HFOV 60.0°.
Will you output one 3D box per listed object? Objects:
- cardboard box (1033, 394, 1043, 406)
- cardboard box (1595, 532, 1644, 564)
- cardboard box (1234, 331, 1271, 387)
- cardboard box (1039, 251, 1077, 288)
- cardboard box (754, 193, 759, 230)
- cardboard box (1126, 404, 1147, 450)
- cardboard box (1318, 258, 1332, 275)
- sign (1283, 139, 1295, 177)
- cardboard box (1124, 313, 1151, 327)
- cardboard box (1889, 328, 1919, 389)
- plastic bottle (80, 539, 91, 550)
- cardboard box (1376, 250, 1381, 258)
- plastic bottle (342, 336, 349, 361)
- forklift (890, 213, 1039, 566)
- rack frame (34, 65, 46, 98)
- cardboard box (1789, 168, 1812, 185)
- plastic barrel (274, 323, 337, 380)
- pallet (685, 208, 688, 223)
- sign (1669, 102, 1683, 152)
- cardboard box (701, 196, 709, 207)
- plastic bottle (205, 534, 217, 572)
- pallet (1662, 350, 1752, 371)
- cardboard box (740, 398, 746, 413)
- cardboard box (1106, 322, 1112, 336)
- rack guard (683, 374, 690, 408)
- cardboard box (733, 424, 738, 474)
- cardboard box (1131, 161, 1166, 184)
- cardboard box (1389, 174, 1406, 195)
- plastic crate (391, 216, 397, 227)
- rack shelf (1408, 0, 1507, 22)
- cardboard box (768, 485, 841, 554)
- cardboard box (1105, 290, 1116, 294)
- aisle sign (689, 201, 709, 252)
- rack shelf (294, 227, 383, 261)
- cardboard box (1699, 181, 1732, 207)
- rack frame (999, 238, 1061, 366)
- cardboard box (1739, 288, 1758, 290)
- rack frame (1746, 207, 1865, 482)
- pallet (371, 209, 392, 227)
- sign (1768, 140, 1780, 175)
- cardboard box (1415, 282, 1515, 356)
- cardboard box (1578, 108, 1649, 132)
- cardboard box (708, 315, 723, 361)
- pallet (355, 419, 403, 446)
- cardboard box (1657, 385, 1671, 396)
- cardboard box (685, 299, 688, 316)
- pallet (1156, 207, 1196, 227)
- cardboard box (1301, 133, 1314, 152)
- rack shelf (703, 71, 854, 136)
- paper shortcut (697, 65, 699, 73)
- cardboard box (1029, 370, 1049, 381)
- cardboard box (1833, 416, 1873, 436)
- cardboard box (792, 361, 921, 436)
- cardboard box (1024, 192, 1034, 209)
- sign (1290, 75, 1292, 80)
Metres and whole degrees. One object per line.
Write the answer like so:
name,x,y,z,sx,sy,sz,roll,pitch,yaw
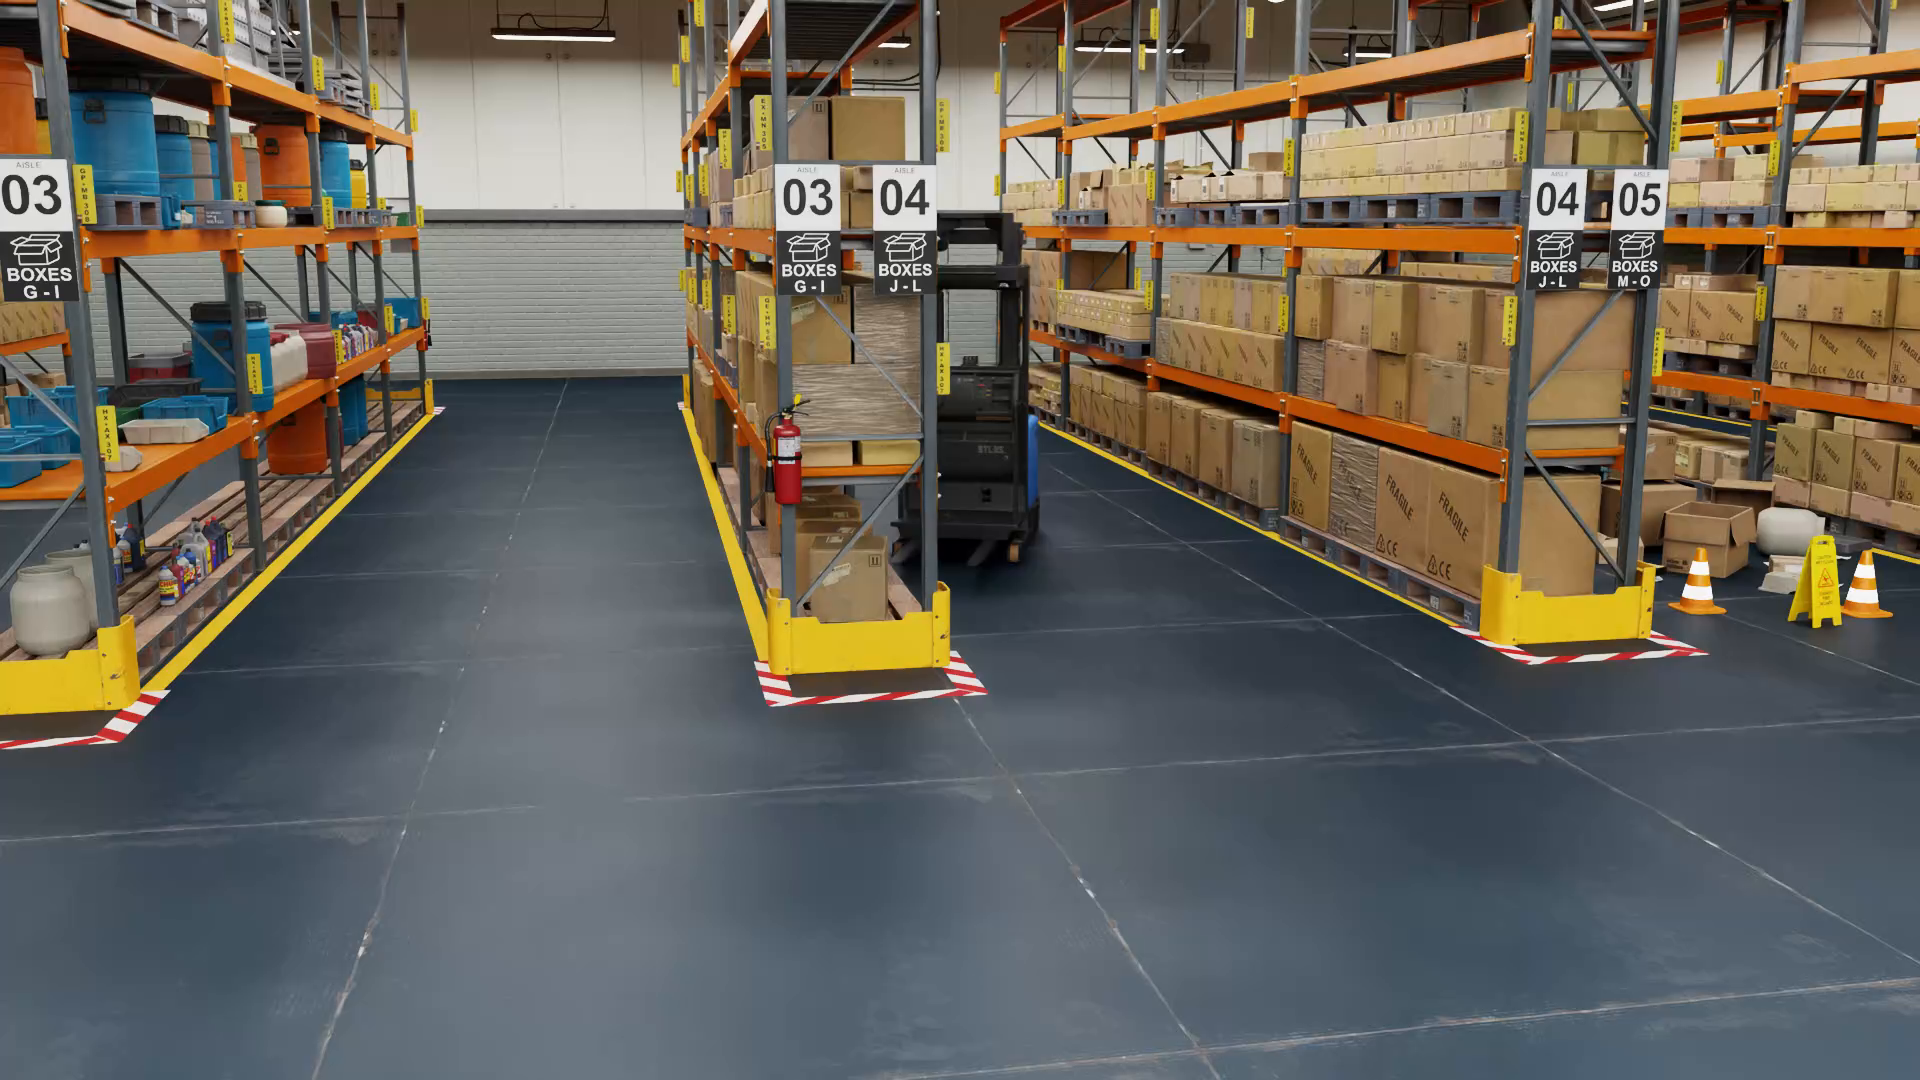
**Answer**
cardboard box,1.292,-2.062,24.510,0.380,0.149,0.250,-2,11,-11
cardboard box,5.601,0.052,14.215,0.396,0.266,0.258,0,11,-1
cardboard box,2.998,-1.768,16.193,0.500,0.500,0.500,-2,11,-12
cardboard box,1.442,-3.864,23.741,0.500,0.500,0.500,-2,11,-13
cardboard box,-1.181,-2.309,11.685,0.500,0.250,0.500,-2,11,-10
cardboard box,2.298,-1.363,19.897,0.500,0.500,0.500,-2,11,-11
cardboard box,5.991,-4.192,26.259,0.500,0.500,0.500,-2,11,-11
sign,2.930,-3.400,14.793,0.100,0.325,0.005,-2,11,-11
cardboard box,2.139,-2.576,19.464,0.380,0.149,0.250,-2,11,-10
cardboard box,8.431,-1.567,14.344,0.500,0.500,0.500,-2,11,-10
plastic bottle,-6.414,0.163,12.225,0.144,0.351,0.185,-2,11,-11
cardboard box,6.384,-4.208,24.605,0.380,0.149,0.250,-2,11,-11
plastic bottle,-7.008,-2.179,18.934,0.061,0.283,0.133,-2,11,-11
forklift,0.020,-1.311,14.244,1.130,2.935,3.031,2,11,9
rack frame,-13.477,-6.166,23.527,1.000,3.000,0.127,-2,11,-11
cardboard box,8.037,-3.411,15.610,0.380,0.149,0.250,-2,11,-12
plastic barrel,-6.674,-1.924,16.920,0.600,0.536,0.708,-2,11,-11
pallet,-3.604,-4.873,24.992,1.003,0.211,1.213,-2,11,-11
sign,4.784,-2.767,11.140,0.100,0.325,0.005,-2,11,-11
cardboard box,-3.192,-4.765,22.527,0.700,0.500,0.500,-3,11,-14
plastic bottle,-5.765,0.092,12.781,0.061,0.283,0.133,-1,11,-7
pallet,7.943,-2.016,18.280,1.003,0.211,1.213,-2,11,-11
cardboard box,-1.642,-1.158,13.929,0.380,0.149,0.250,-2,11,-11
cardboard box,1.993,-2.569,20.218,0.380,0.149,0.250,-2,11,-12
rack guard,-3.763,-2.355,26.234,1.175,0.500,0.348,-2,11,-11
cardboard box,-2.053,-0.978,17.819,0.700,0.500,0.500,-3,11,-14
cardboard box,2.234,-4.330,19.588,0.396,0.266,0.258,-2,11,-11
cardboard box,3.545,-2.740,12.829,0.380,0.149,0.250,-2,11,-10
plastic crate,-7.972,-4.373,22.831,0.437,0.136,0.530,-2,11,-11
rack shelf,7.129,-7.065,21.284,1.077,0.370,4.000,-2,11,-11
cardboard box,-1.267,-0.177,13.665,0.500,0.500,0.500,1,11,7
cardboard box,2.174,-3.316,22.552,0.380,0.149,0.250,-2,11,-8
aisle sign,-4.067,-4.858,25.746,0.394,0.787,0.004,-2,11,-11
rack shelf,-7.450,-3.418,19.036,1.077,0.370,4.000,-2,11,-11
cardboard box,7.947,-3.539,17.025,0.500,0.250,0.500,-2,11,-10
rack frame,1.126,-3.741,26.827,1.000,3.000,0.127,-2,11,-11
cardboard box,8.305,-2.419,17.699,0.500,0.500,0.500,-2,11,-11
rack frame,8.296,-1.738,16.307,1.000,3.000,0.127,-2,11,-11
pallet,-7.591,-3.906,20.177,1.213,0.211,1.003,-2,11,-11
sign,7.752,-3.638,15.832,0.100,0.325,0.005,-2,11,-11
cardboard box,4.031,-1.685,12.737,0.875,0.550,0.550,-2,11,-11
cardboard box,4.485,-2.876,11.412,0.380,0.149,0.250,-2,11,-10
cardboard box,-2.633,-2.334,19.168,0.500,0.500,0.500,-2,11,-12
pallet,-8.020,-1.429,22.138,1.003,0.211,1.213,-2,11,-11
cardboard box,11.142,-2.407,26.009,0.396,0.266,0.258,-2,11,-9
cardboard box,-3.930,-3.553,25.449,0.500,0.250,0.500,-2,11,-13
pallet,2.859,-3.538,18.245,1.213,0.211,1.003,-2,11,-8
cardboard box,3.197,-3.458,14.468,0.380,0.149,0.250,-2,11,-10
rack shelf,-1.814,-4.142,15.885,1.077,0.370,4.000,-2,11,-11
paper shortcut,-2.975,-5.350,18.866,0.009,0.170,0.078,9,-22,-13
cardboard box,1.170,-2.490,25.165,0.380,0.149,0.250,-2,11,-10
cardboard box,8.213,-1.044,15.147,0.380,0.149,0.250,-2,11,-9
cardboard box,-0.727,-0.941,11.057,0.875,0.500,0.500,-2,11,-11
cardboard box,1.246,-5.015,24.562,0.500,0.250,0.500,-3,11,-13
sign,5.416,-7.404,27.107,0.100,0.325,0.005,-2,11,-11
